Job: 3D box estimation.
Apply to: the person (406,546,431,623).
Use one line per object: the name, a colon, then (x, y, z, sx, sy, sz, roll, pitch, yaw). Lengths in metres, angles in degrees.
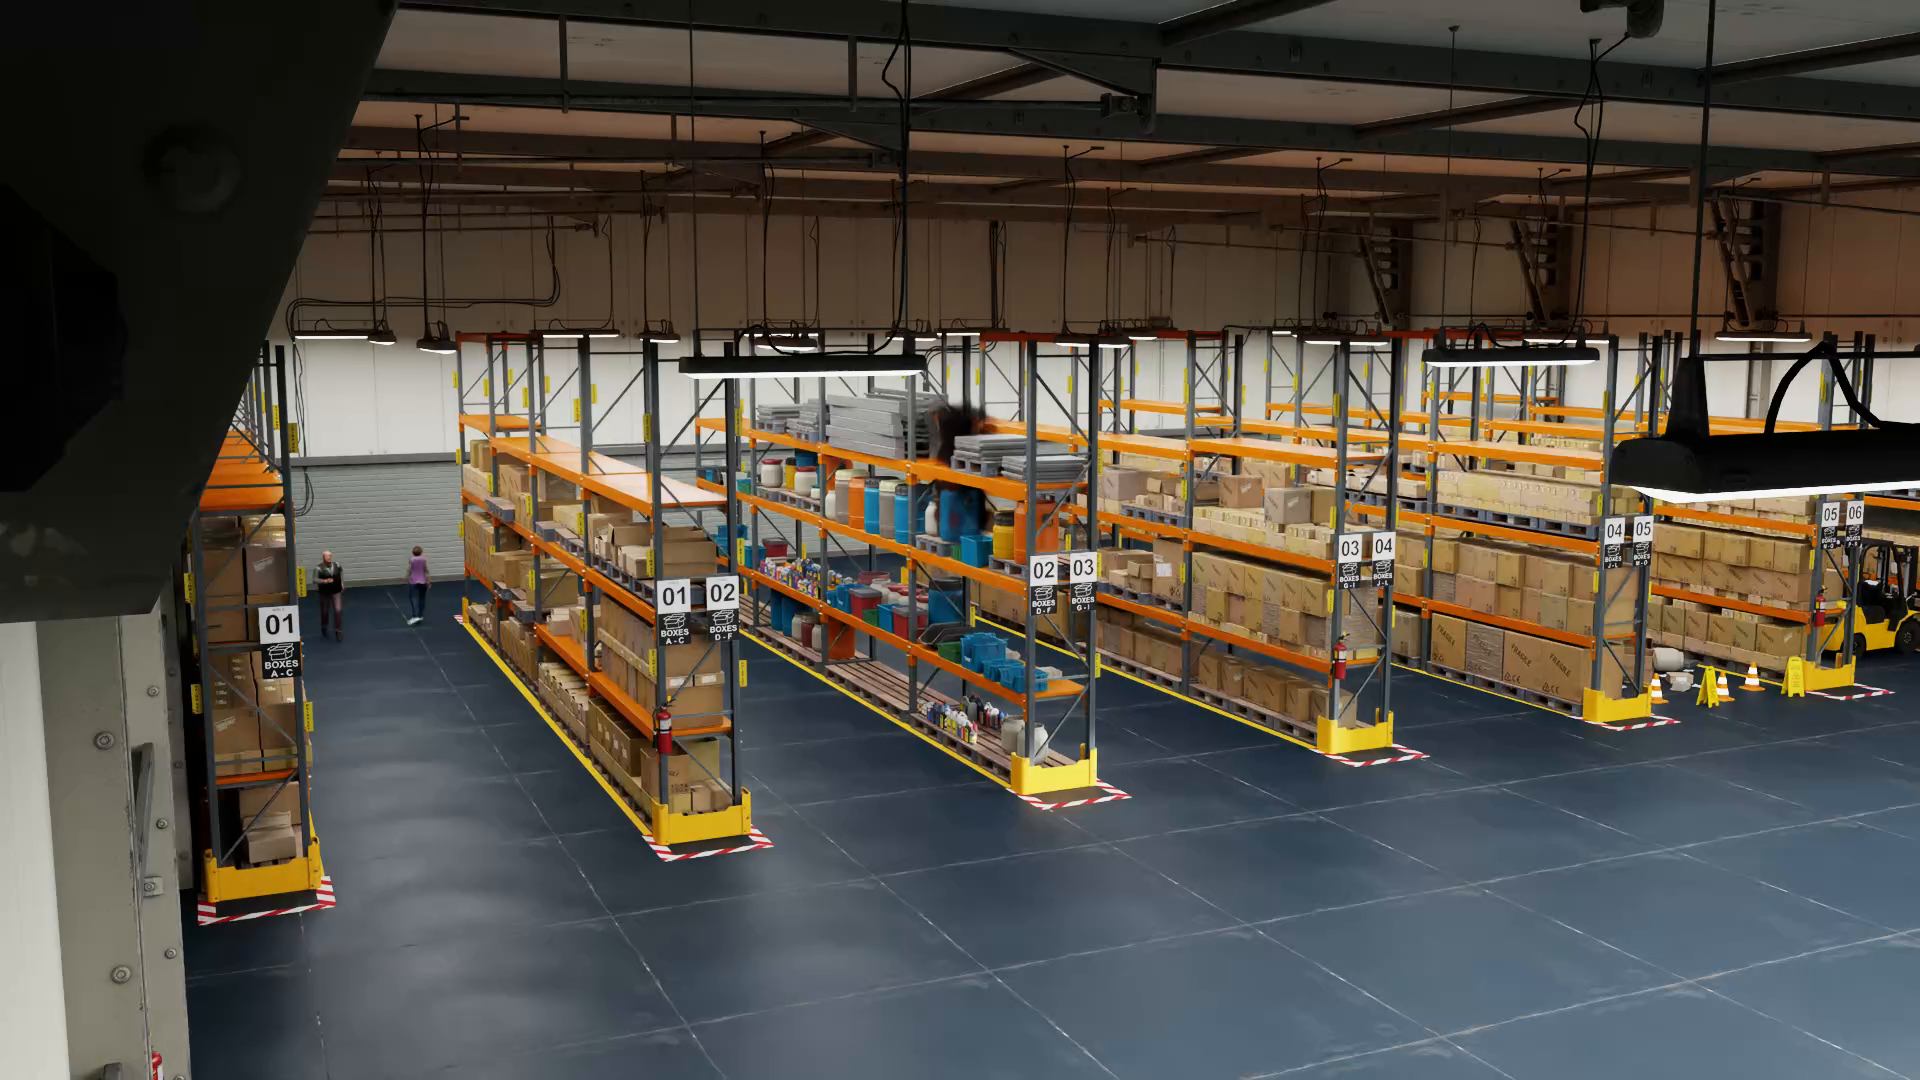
person: (-11.260, 0.913, 34.475, 0.568, 1.576, 0.609, -5, 9, -33)

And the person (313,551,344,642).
person: (-12.348, 1.079, 32.548, 0.640, 1.762, 0.856, -5, 9, -34)
